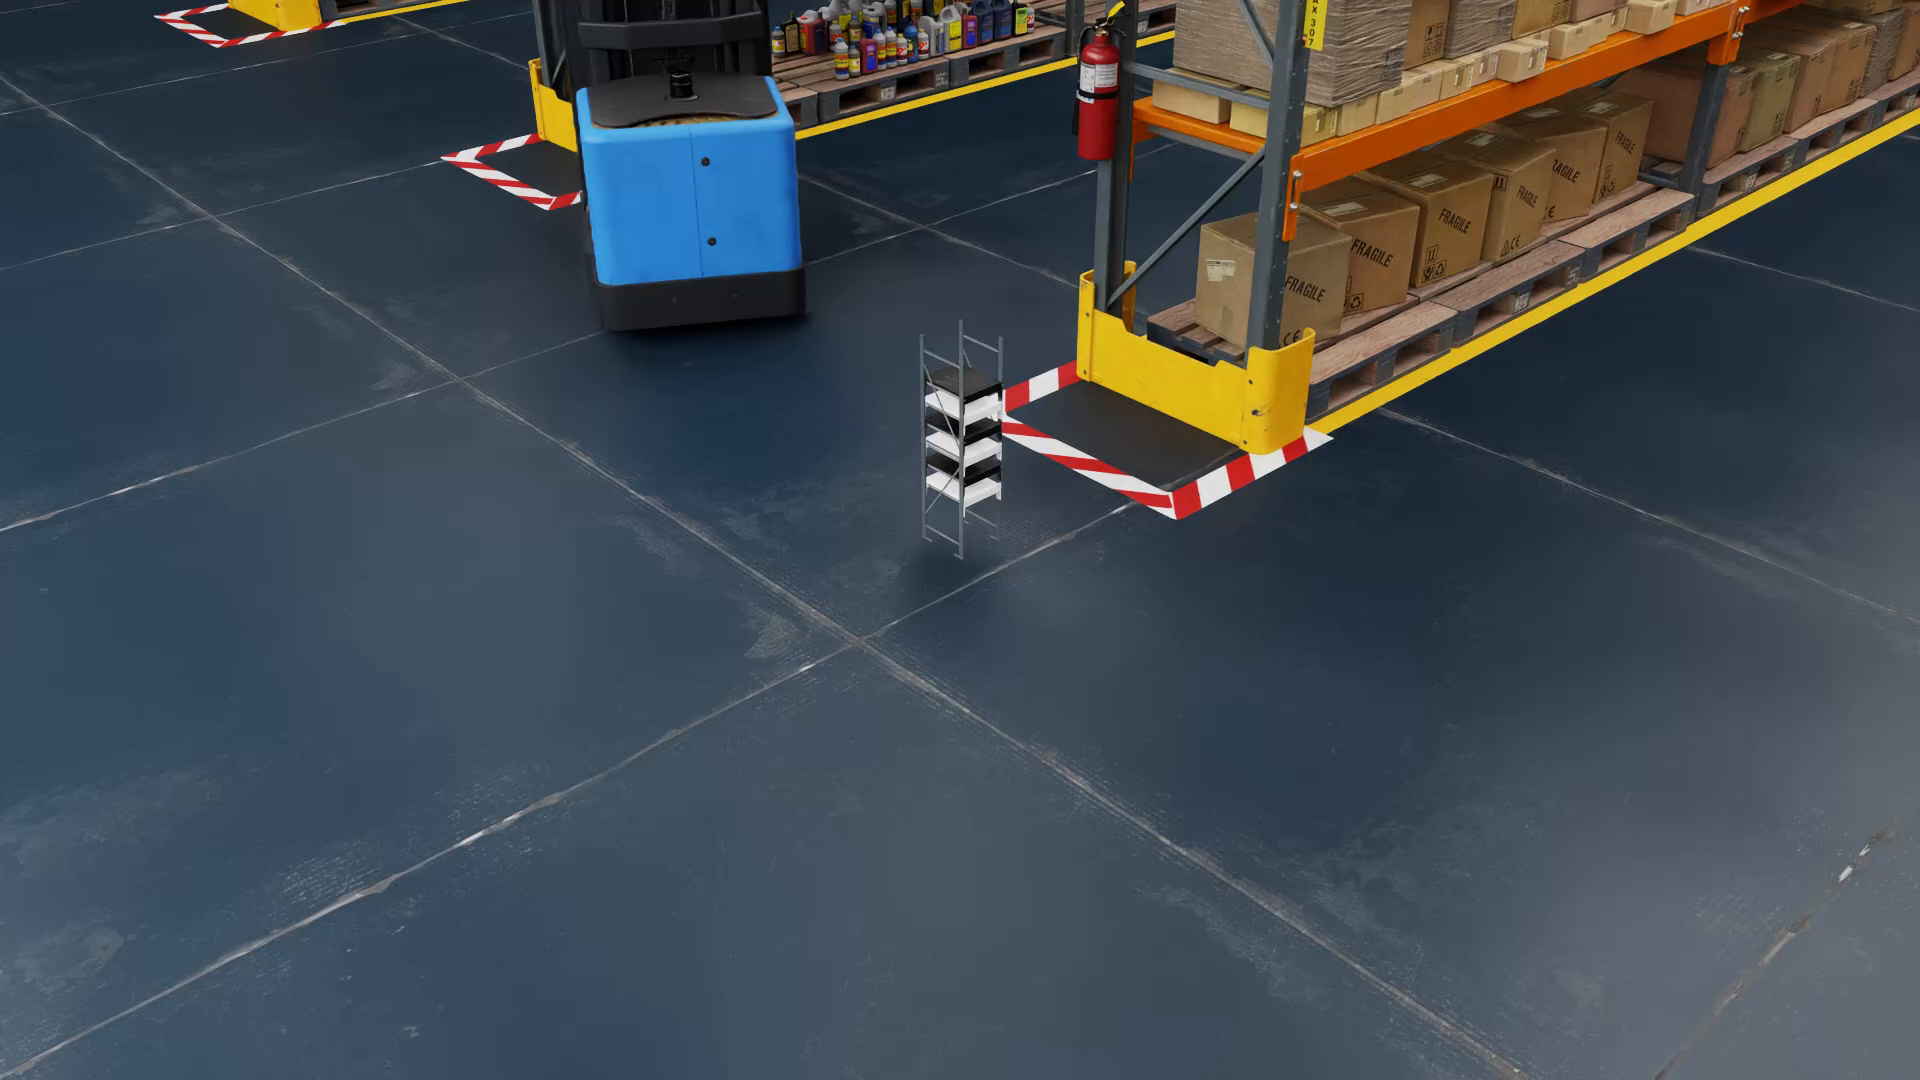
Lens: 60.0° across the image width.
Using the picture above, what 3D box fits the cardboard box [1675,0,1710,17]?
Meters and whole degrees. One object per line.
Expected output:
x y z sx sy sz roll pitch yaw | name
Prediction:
3.790 -2.938 8.920 0.250 0.149 0.380 -26 40 -35 | cardboard box

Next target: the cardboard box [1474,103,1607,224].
3.202 -2.099 9.300 0.500 0.500 0.500 -13 34 -21 | cardboard box

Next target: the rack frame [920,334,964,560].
-0.069 -0.351 6.461 0.006 0.900 0.240 -26 40 -35 | rack frame

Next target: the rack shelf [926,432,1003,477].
0.006 -0.358 6.537 0.200 0.077 0.258 -26 40 -35 | rack shelf

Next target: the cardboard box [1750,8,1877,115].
5.584 -3.208 11.095 0.500 0.500 0.700 -22 38 -32 | cardboard box

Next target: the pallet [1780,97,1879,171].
5.402 -2.841 11.193 1.213 0.211 1.003 -26 40 -35 | pallet

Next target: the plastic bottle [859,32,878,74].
-0.644 -3.420 11.650 0.133 0.283 0.061 -25 39 -35 | plastic bottle

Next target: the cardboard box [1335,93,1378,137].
1.572 -1.884 7.196 0.250 0.149 0.380 -26 40 -35 | cardboard box

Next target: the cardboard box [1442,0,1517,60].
2.107 -2.638 7.808 0.500 0.500 0.875 -26 40 -35 | cardboard box

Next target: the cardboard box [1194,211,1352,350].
1.474 -1.228 7.876 0.500 0.500 0.500 -18 36 -27 | cardboard box

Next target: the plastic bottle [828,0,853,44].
-0.891 -3.860 12.304 0.185 0.351 0.144 -24 39 -34 | plastic bottle

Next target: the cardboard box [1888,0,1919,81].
6.393 -3.613 11.758 0.700 0.500 0.500 27 40 36 | cardboard box

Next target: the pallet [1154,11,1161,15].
2.014 -4.752 14.319 1.213 0.211 1.003 -26 40 -35 | pallet

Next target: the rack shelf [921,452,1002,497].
0.006 -0.282 6.584 0.200 0.077 0.258 -26 40 -35 | rack shelf

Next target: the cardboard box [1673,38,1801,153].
4.765 -2.811 10.447 0.500 0.500 0.700 -26 40 -36 | cardboard box

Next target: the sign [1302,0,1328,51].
1.373 -2.062 6.416 0.005 0.325 0.100 -26 40 -35 | sign

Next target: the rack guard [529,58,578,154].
-2.340 -2.773 10.806 0.348 0.500 1.175 -26 40 -35 | rack guard

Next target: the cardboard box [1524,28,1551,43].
2.634 -2.437 8.101 0.250 0.149 0.380 -26 40 -35 | cardboard box

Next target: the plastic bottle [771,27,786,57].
-1.315 -3.607 12.035 0.097 0.201 0.097 0 31 0 | plastic bottle

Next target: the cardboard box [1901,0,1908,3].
6.400 -3.929 11.556 0.500 0.250 0.500 -24 39 -34 | cardboard box

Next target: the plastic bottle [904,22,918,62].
-0.349 -3.571 11.908 0.097 0.271 0.097 0 31 0 | plastic bottle

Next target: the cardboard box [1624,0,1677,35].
3.458 -2.741 8.597 0.250 0.149 0.380 -26 40 -35 | cardboard box

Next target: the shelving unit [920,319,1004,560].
0.006 -0.387 6.520 0.210 0.900 0.258 -26 40 -35 | shelving unit

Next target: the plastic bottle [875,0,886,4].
-0.592 -4.005 12.606 0.133 0.283 0.061 -24 39 -33 | plastic bottle

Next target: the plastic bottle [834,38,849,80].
-0.822 -3.342 11.534 0.097 0.271 0.097 0 31 0 | plastic bottle

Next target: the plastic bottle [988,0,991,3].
0.196 -3.987 12.513 0.185 0.351 0.144 -26 40 -35 | plastic bottle

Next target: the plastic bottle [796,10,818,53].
-1.111 -3.718 12.144 0.135 0.276 0.152 -25 40 -35 | plastic bottle

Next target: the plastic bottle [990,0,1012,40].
0.294 -3.932 12.423 0.185 0.351 0.144 -27 41 -37 | plastic bottle

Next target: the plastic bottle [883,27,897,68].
-0.497 -3.499 11.791 0.097 0.271 0.097 0 31 0 | plastic bottle

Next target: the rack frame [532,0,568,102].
-2.363 -3.794 10.080 0.127 3.000 1.000 -26 40 -35 | rack frame

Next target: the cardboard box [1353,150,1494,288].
2.361 -1.667 8.595 0.500 0.500 0.500 -22 38 -31 | cardboard box

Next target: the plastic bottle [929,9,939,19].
-0.173 -3.751 12.191 0.133 0.283 0.061 -26 40 -35 | plastic bottle

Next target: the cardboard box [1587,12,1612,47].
3.029 -2.598 8.365 0.250 0.149 0.380 -26 40 -35 | cardboard box

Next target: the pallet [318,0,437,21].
-5.196 -4.788 14.378 1.213 0.211 1.003 -26 40 -35 | pallet

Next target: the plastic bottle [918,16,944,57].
-0.206 -3.661 12.052 0.135 0.276 0.152 -25 39 -35 | plastic bottle

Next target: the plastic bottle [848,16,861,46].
-0.777 -3.765 12.293 0.097 0.201 0.097 0 31 0 | plastic bottle

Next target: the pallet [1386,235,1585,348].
2.574 -1.442 8.906 1.213 0.211 1.003 -26 40 -35 | pallet

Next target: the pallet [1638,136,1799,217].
4.507 -2.406 10.482 1.213 0.211 1.003 -26 40 -35 | pallet

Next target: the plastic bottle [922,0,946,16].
-0.206 -4.088 12.678 0.185 0.351 0.144 -26 40 -35 | plastic bottle

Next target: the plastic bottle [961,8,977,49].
0.062 -3.762 12.208 0.133 0.283 0.061 -23 38 -32 | plastic bottle

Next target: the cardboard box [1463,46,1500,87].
2.287 -2.248 7.792 0.250 0.149 0.380 -26 40 -35 | cardboard box

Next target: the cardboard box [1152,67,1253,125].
1.073 -1.973 7.341 0.250 0.149 0.380 -26 40 -35 | cardboard box

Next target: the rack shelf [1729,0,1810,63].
5.404 -3.721 10.649 4.000 0.370 1.077 -26 40 -35 | rack shelf

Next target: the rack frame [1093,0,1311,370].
1.004 -1.900 6.981 0.127 3.000 1.000 -26 40 -35 | rack frame

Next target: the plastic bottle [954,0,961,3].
-0.036 -4.226 13.046 0.097 0.201 0.097 0 31 0 | plastic bottle

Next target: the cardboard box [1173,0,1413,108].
1.426 -2.254 7.180 0.500 0.500 0.875 -26 40 -35 | cardboard box

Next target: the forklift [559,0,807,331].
-1.617 -3.055 8.937 1.130 2.935 3.031 -7 32 -11 | forklift

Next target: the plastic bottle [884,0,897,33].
-0.525 -3.976 12.570 0.097 0.271 0.097 0 31 0 | plastic bottle

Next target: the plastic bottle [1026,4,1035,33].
0.516 -3.959 12.610 0.097 0.201 0.097 0 31 0 | plastic bottle

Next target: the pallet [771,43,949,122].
-0.846 -3.366 12.053 1.213 0.211 1.003 -26 40 -35 | pallet

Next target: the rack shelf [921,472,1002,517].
0.006 -0.205 6.631 0.200 0.077 0.258 -26 40 -35 | rack shelf

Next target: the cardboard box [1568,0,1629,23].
2.877 -2.972 8.355 0.500 0.500 0.875 -26 40 -35 | cardboard box

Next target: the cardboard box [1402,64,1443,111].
1.935 -2.063 7.490 0.250 0.149 0.380 -26 40 -35 | cardboard box
